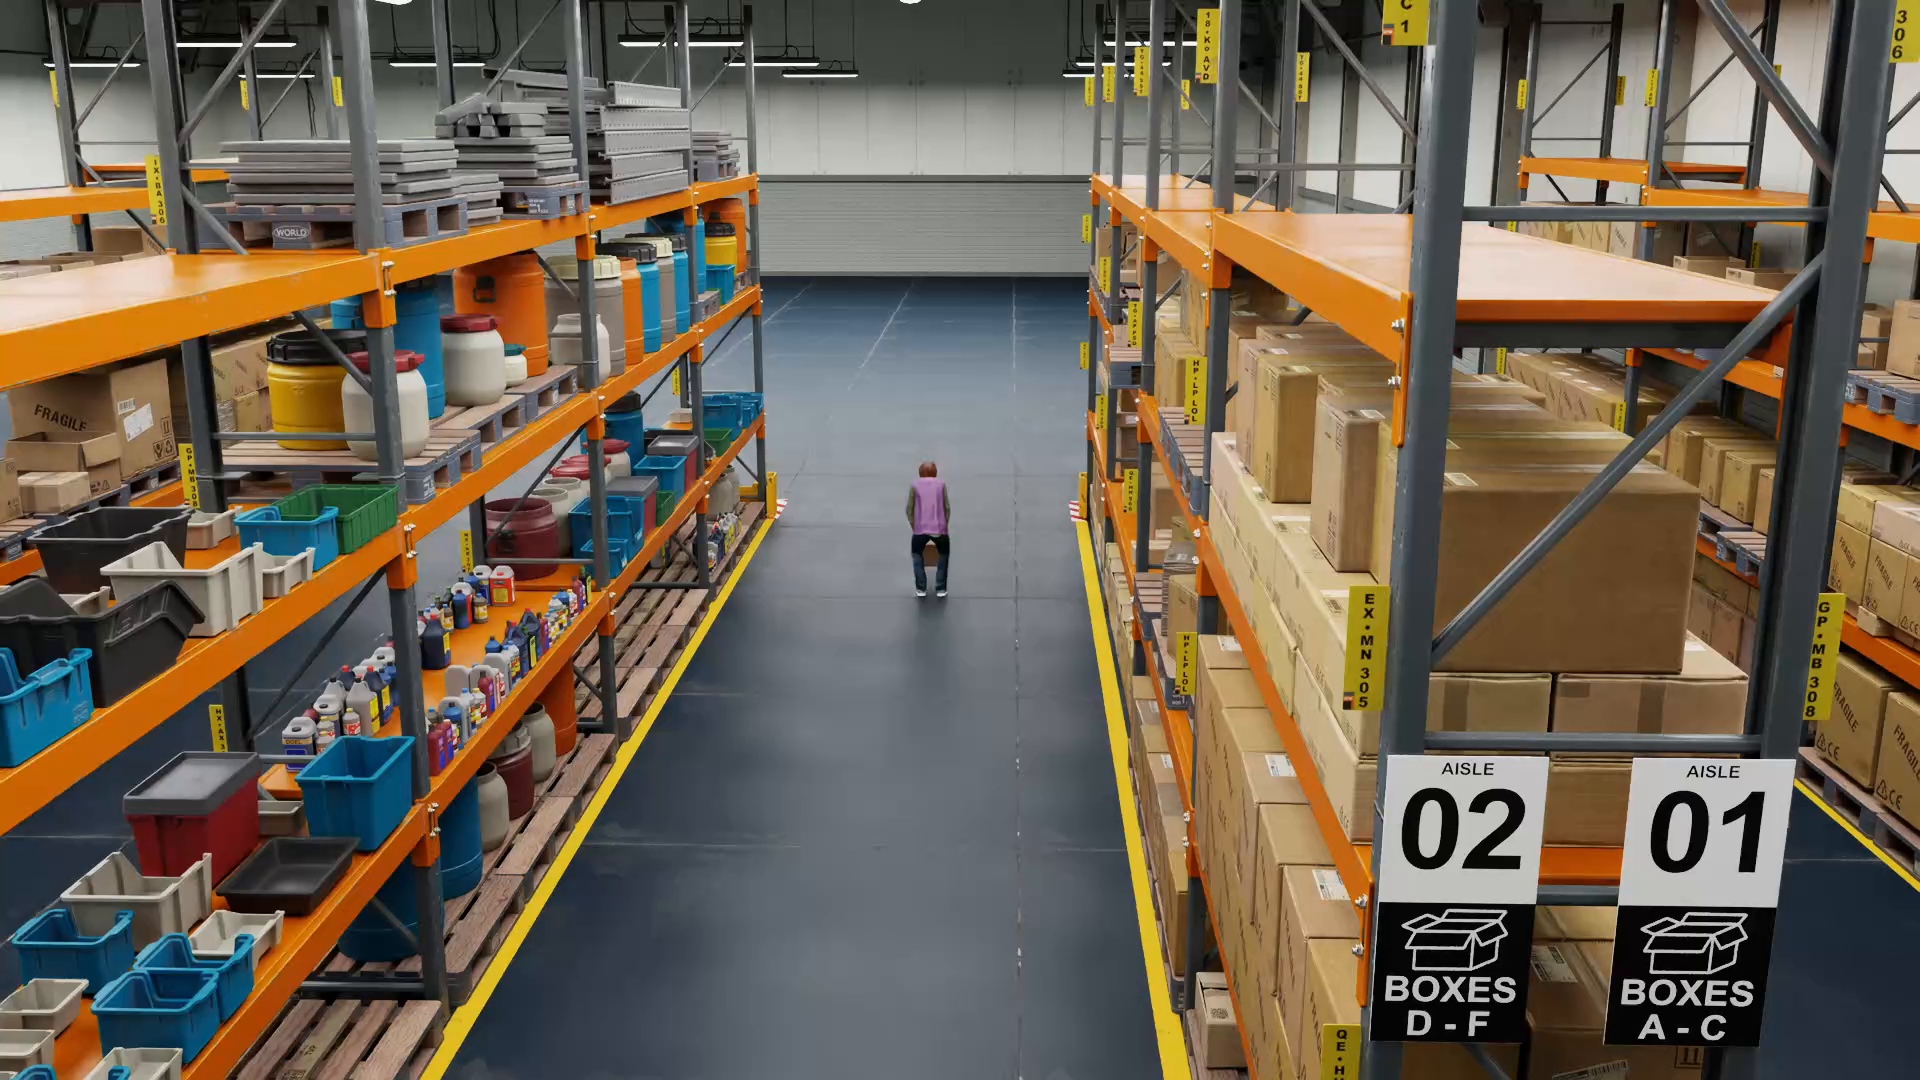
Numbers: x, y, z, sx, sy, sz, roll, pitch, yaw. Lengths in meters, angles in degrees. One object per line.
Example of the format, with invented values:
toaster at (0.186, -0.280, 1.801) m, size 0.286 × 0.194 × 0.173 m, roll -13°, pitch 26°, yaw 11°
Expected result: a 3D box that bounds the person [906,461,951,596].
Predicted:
person at (-0.328, -0.100, 16.939) m, size 0.461 × 1.351 × 0.621 m, roll 0°, pitch 14°, yaw 2°
